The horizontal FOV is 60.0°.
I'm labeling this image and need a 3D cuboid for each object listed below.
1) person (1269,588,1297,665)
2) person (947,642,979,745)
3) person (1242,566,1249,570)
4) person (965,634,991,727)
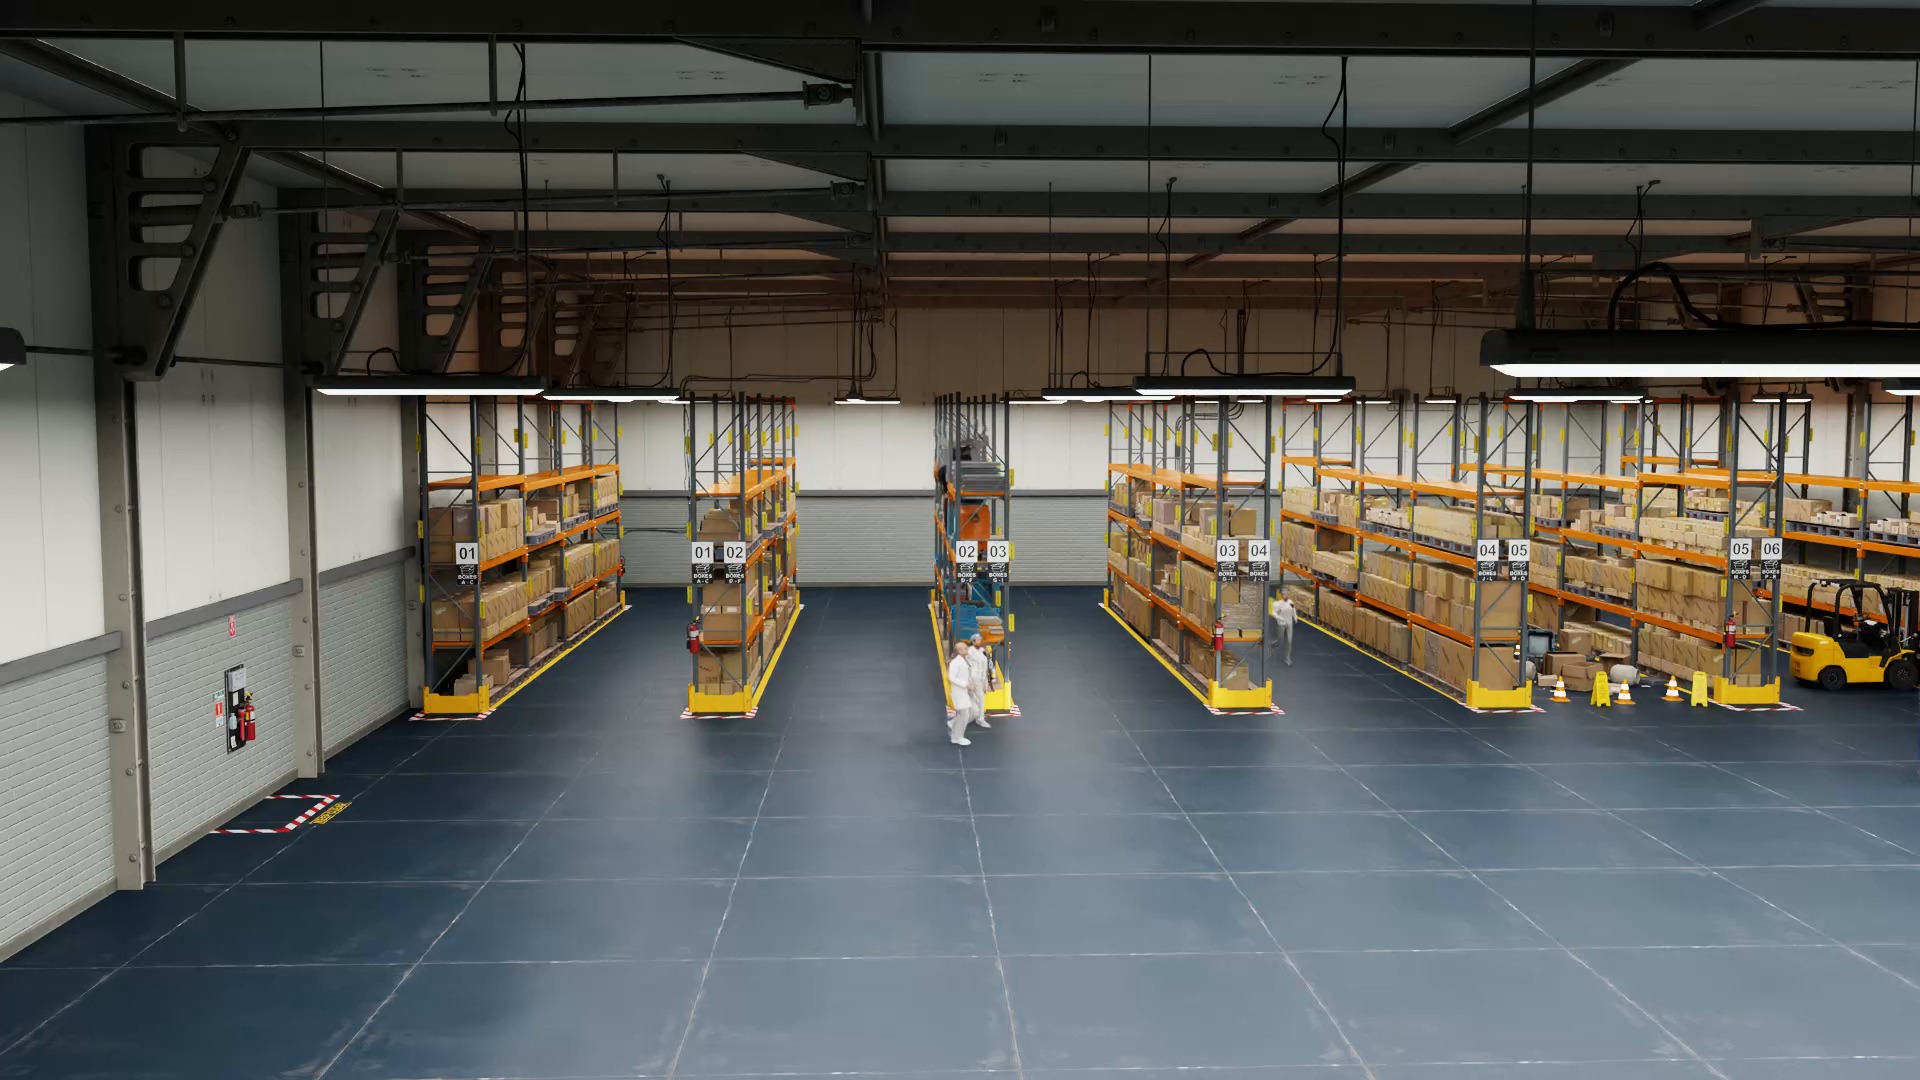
[{"bbox_3d":[7.262,1.904,37.270,0.626,1.695,0.866,-1,5,-13],"label":"person"},{"bbox_3d":[0.035,2.597,28.169,0.630,1.743,0.716,2,5,24],"label":"person"},{"bbox_3d":[8.214,1.067,48.017,0.632,1.670,0.670,-4,6,-39],"label":"person"},{"bbox_3d":[0.257,2.514,30.058,0.825,1.657,0.621,4,6,38],"label":"person"}]
